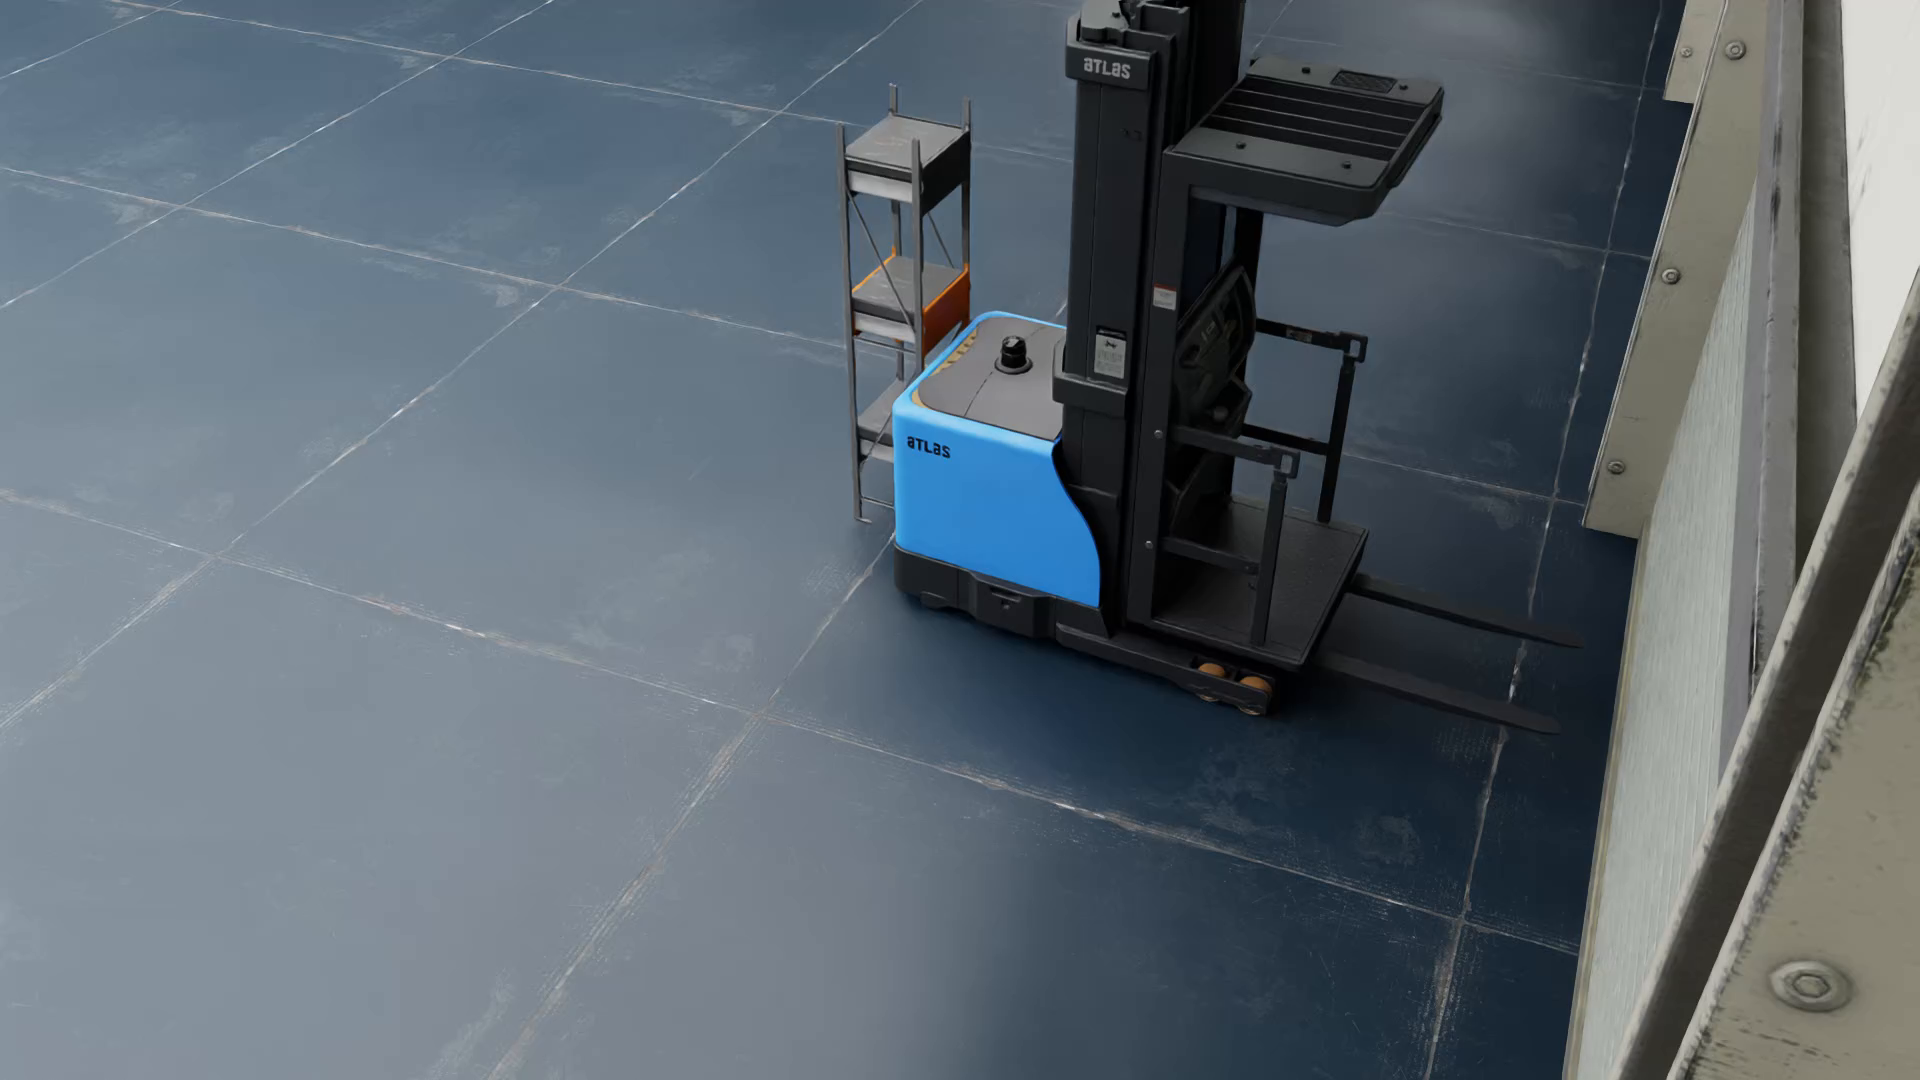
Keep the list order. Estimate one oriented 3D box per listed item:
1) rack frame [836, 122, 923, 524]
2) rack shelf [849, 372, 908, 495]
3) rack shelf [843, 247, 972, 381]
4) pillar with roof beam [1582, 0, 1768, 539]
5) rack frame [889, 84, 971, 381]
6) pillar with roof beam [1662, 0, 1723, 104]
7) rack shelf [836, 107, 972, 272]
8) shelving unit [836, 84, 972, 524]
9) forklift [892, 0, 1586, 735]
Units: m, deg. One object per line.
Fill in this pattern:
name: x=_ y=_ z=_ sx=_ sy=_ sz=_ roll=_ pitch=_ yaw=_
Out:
rack frame: x=-0.351 y=-0.896 z=7.695 sx=0.400 sy=2.100 sz=0.015 roll=16 pitch=40 yaw=21
rack shelf: x=-0.243 y=-0.456 z=8.298 sx=0.431 sy=0.518 sz=0.480 roll=16 pitch=40 yaw=21
rack shelf: x=-0.243 y=-1.017 z=7.879 sx=0.431 sy=0.518 sz=0.480 roll=16 pitch=40 yaw=21
pillar with roof beam: x=-0.646 y=-4.727 z=7.058 sx=9.100 sy=9.000 sz=0.400 roll=14 pitch=39 yaw=18
rack frame: x=-0.136 y=-1.159 z=8.046 sx=0.400 sy=2.100 sz=0.015 roll=16 pitch=40 yaw=21
pillar with roof beam: x=1.637 y=-8.049 z=11.502 sx=9.100 sy=9.000 sz=0.400 roll=14 pitch=39 yaw=18
rack shelf: x=-0.243 y=-1.577 z=7.460 sx=0.431 sy=0.518 sz=0.480 roll=16 pitch=40 yaw=21
shelving unit: x=-0.243 y=-1.028 z=7.871 sx=0.431 sy=2.100 sz=0.503 roll=16 pitch=40 yaw=21
forklift: x=1.242 y=-0.779 z=6.844 sx=3.031 sy=2.935 sz=1.130 roll=16 pitch=40 yaw=21
